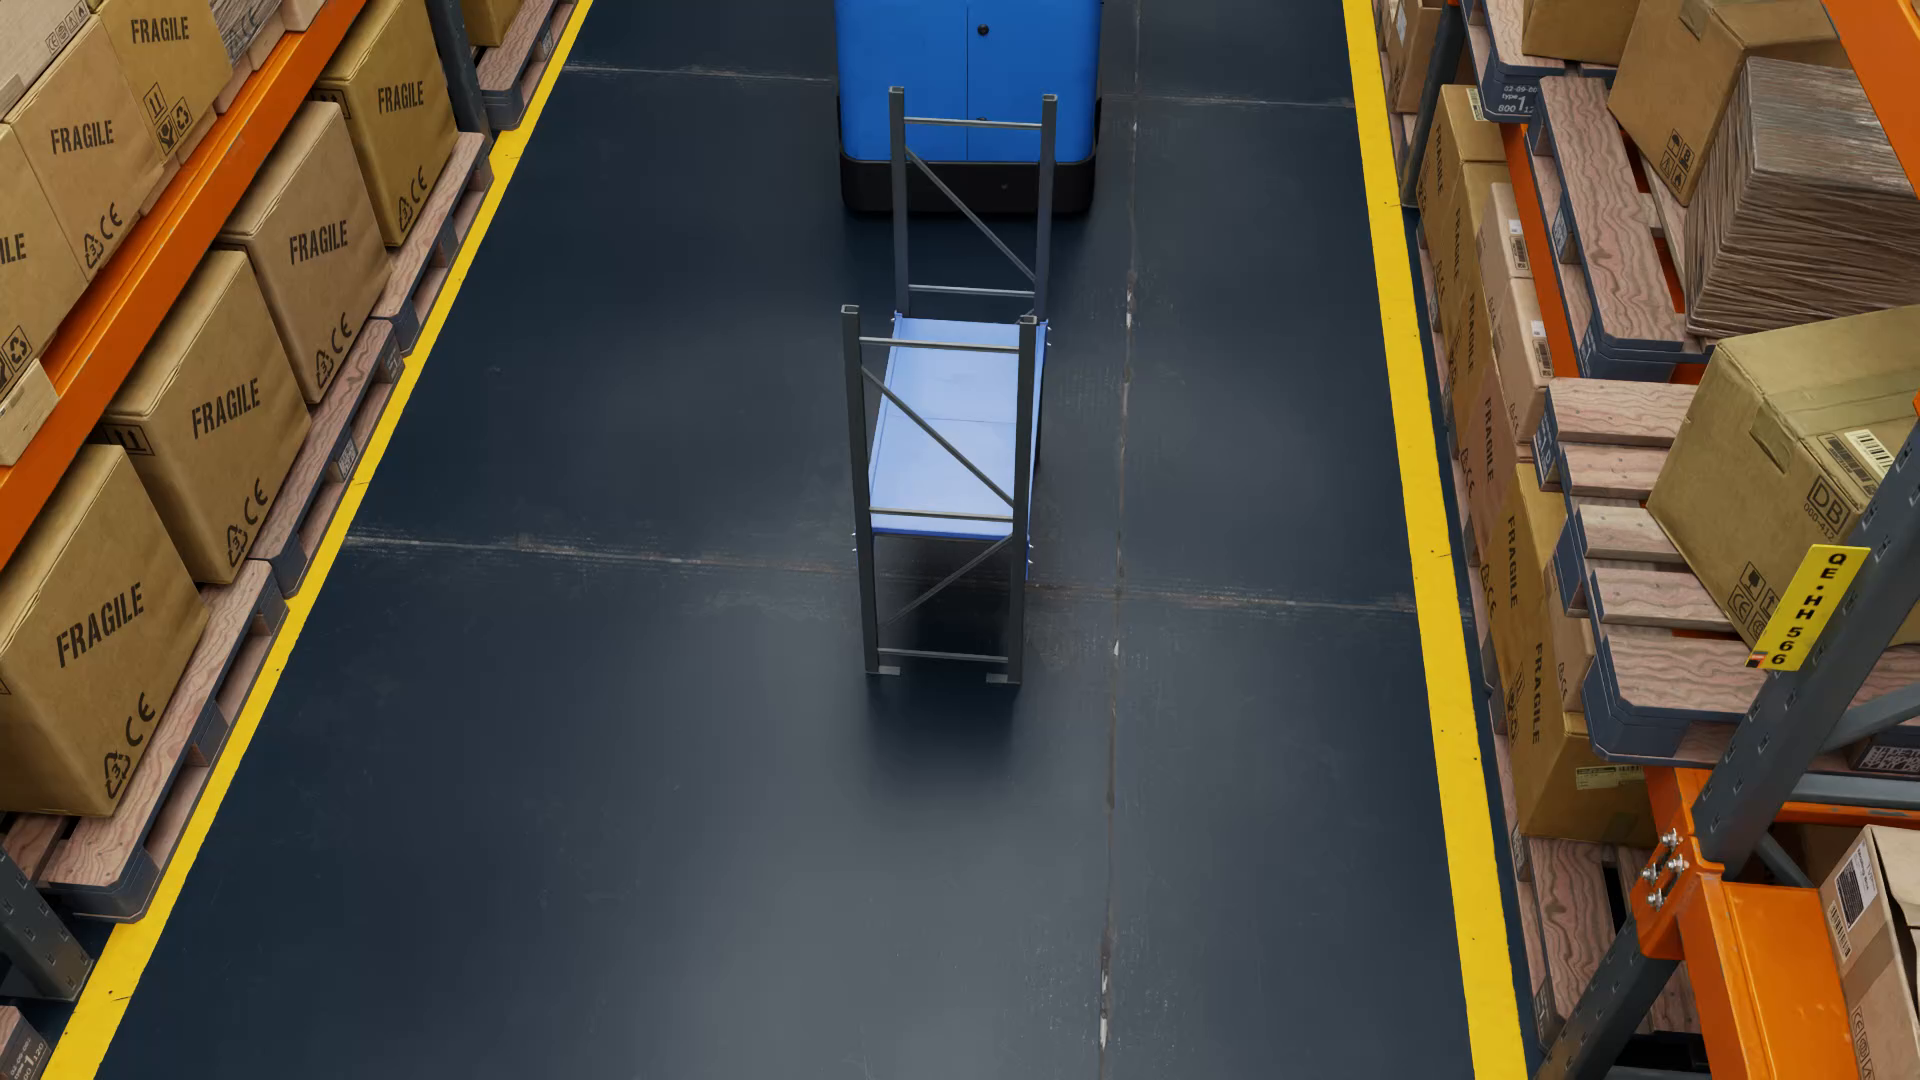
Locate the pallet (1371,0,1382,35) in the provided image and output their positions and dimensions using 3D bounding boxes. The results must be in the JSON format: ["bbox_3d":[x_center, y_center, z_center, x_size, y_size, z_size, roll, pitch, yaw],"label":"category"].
[{"bbox_3d":[2.542,-2.886,8.247,1.003,0.211,1.213,4,48,4],"label":"pallet"}]

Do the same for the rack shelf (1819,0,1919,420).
[{"bbox_3d":[2.188,-1.724,3.749,1.077,0.370,4.000,4,48,4],"label":"rack shelf"}]

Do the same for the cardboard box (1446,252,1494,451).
[{"bbox_3d":[1.993,-0.630,5.690,0.500,0.500,0.500,4,48,4],"label":"cardboard box"}]

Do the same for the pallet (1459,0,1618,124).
[{"bbox_3d":[2.188,-1.779,5.475,1.003,0.211,1.213,4,48,4],"label":"pallet"}]

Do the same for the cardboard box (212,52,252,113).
[{"bbox_3d":[-2.472,-1.478,5.226,0.380,0.149,0.250,3,48,2],"label":"cardboard box"}]

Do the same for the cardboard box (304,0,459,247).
[{"bbox_3d":[-2.493,-1.684,6.430,0.750,0.750,0.750,4,48,4],"label":"cardboard box"}]

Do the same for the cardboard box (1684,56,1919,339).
[{"bbox_3d":[2.224,-0.790,4.087,0.700,0.500,0.500,12,49,11],"label":"cardboard box"}]

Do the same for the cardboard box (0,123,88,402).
[{"bbox_3d":[-2.572,-0.680,4.056,0.500,0.500,0.500,5,48,5],"label":"cardboard box"}]

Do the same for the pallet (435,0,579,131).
[{"bbox_3d":[-2.416,-2.367,7.772,1.003,0.211,1.213,4,48,4],"label":"pallet"}]

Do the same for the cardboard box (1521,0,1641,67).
[{"bbox_3d":[2.104,-1.757,4.972,0.700,0.500,0.500,11,48,10],"label":"cardboard box"}]

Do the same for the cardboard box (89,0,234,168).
[{"bbox_3d":[-2.486,-1.428,4.740,0.500,0.500,0.500,5,48,5],"label":"cardboard box"}]

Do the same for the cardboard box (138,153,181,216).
[{"bbox_3d":[-2.538,-1.091,4.872,0.380,0.149,0.250,4,48,4],"label":"cardboard box"}]

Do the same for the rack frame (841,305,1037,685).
[{"bbox_3d":[-0.054,-0.070,4.798,0.500,1.500,0.032,4,48,4],"label":"rack frame"}]

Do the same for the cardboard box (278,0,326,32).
[{"bbox_3d":[-2.346,-1.837,5.554,0.380,0.149,0.250,4,48,4],"label":"cardboard box"}]

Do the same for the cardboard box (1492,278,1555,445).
[{"bbox_3d":[1.947,-0.539,5.098,0.500,0.250,0.500,3,48,3],"label":"cardboard box"}]

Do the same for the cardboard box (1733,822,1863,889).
[{"bbox_3d":[2.331,0.895,4.294,0.500,0.500,0.500,6,48,5],"label":"cardboard box"}]

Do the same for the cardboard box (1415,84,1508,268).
[{"bbox_3d":[2.083,-1.390,6.384,0.500,0.500,0.500,2,48,2],"label":"cardboard box"}]

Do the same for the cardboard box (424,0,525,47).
[{"bbox_3d":[-2.393,-2.595,7.500,0.700,0.500,0.500,4,48,4],"label":"cardboard box"}]

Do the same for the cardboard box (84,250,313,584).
[{"bbox_3d":[-2.644,-0.406,5.261,0.750,0.750,0.750,4,48,3],"label":"cardboard box"}]

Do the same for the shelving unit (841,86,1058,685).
[{"bbox_3d":[-0.008,-0.443,5.139,0.538,1.500,1.048,4,48,4],"label":"shelving unit"}]

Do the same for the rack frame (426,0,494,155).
[{"bbox_3d":[-2.564,-2.754,6.237,1.000,3.000,0.127,4,48,4],"label":"rack frame"}]

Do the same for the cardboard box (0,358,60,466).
[{"bbox_3d":[-2.527,-0.338,4.183,0.380,0.149,0.250,5,48,5],"label":"cardboard box"}]

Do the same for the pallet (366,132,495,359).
[{"bbox_3d":[-2.559,-1.241,6.742,1.003,0.211,1.213,4,48,4],"label":"pallet"}]

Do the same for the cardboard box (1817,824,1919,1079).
[{"bbox_3d":[1.929,0.810,3.037,0.500,0.311,0.500,7,48,6],"label":"cardboard box"}]

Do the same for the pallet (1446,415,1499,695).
[{"bbox_3d":[2.225,0.016,5.592,1.003,0.211,1.213,4,48,4],"label":"pallet"}]

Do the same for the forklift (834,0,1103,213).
[{"bbox_3d":[0.055,-3.418,6.890,1.130,2.935,3.031,1,48,1],"label":"forklift"}]

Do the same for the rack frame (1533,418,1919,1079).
[{"bbox_3d":[2.002,0.515,3.246,0.949,2.616,0.053,4,48,4],"label":"rack frame"}]

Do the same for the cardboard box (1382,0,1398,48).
[{"bbox_3d":[2.114,-2.328,7.480,0.380,0.149,0.250,4,48,4],"label":"cardboard box"}]

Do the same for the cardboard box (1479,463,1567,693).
[{"bbox_3d":[1.904,0.127,4.997,0.500,0.500,0.500,2,48,2],"label":"cardboard box"}]

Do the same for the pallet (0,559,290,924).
[{"bbox_3d":[-2.781,0.552,5.102,1.003,0.211,1.213,4,48,4],"label":"pallet"}]

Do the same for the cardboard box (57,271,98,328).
[{"bbox_3d":[-2.612,-0.722,4.534,0.380,0.149,0.250,5,48,4],"label":"cardboard box"}]

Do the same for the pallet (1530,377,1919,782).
[{"bbox_3d":[1.997,0.077,3.777,1.213,0.211,1.003,4,48,4],"label":"pallet"}]

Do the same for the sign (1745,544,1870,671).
[{"bbox_3d":[1.464,0.122,2.875,0.100,0.325,0.005,4,48,4],"label":"sign"}]
